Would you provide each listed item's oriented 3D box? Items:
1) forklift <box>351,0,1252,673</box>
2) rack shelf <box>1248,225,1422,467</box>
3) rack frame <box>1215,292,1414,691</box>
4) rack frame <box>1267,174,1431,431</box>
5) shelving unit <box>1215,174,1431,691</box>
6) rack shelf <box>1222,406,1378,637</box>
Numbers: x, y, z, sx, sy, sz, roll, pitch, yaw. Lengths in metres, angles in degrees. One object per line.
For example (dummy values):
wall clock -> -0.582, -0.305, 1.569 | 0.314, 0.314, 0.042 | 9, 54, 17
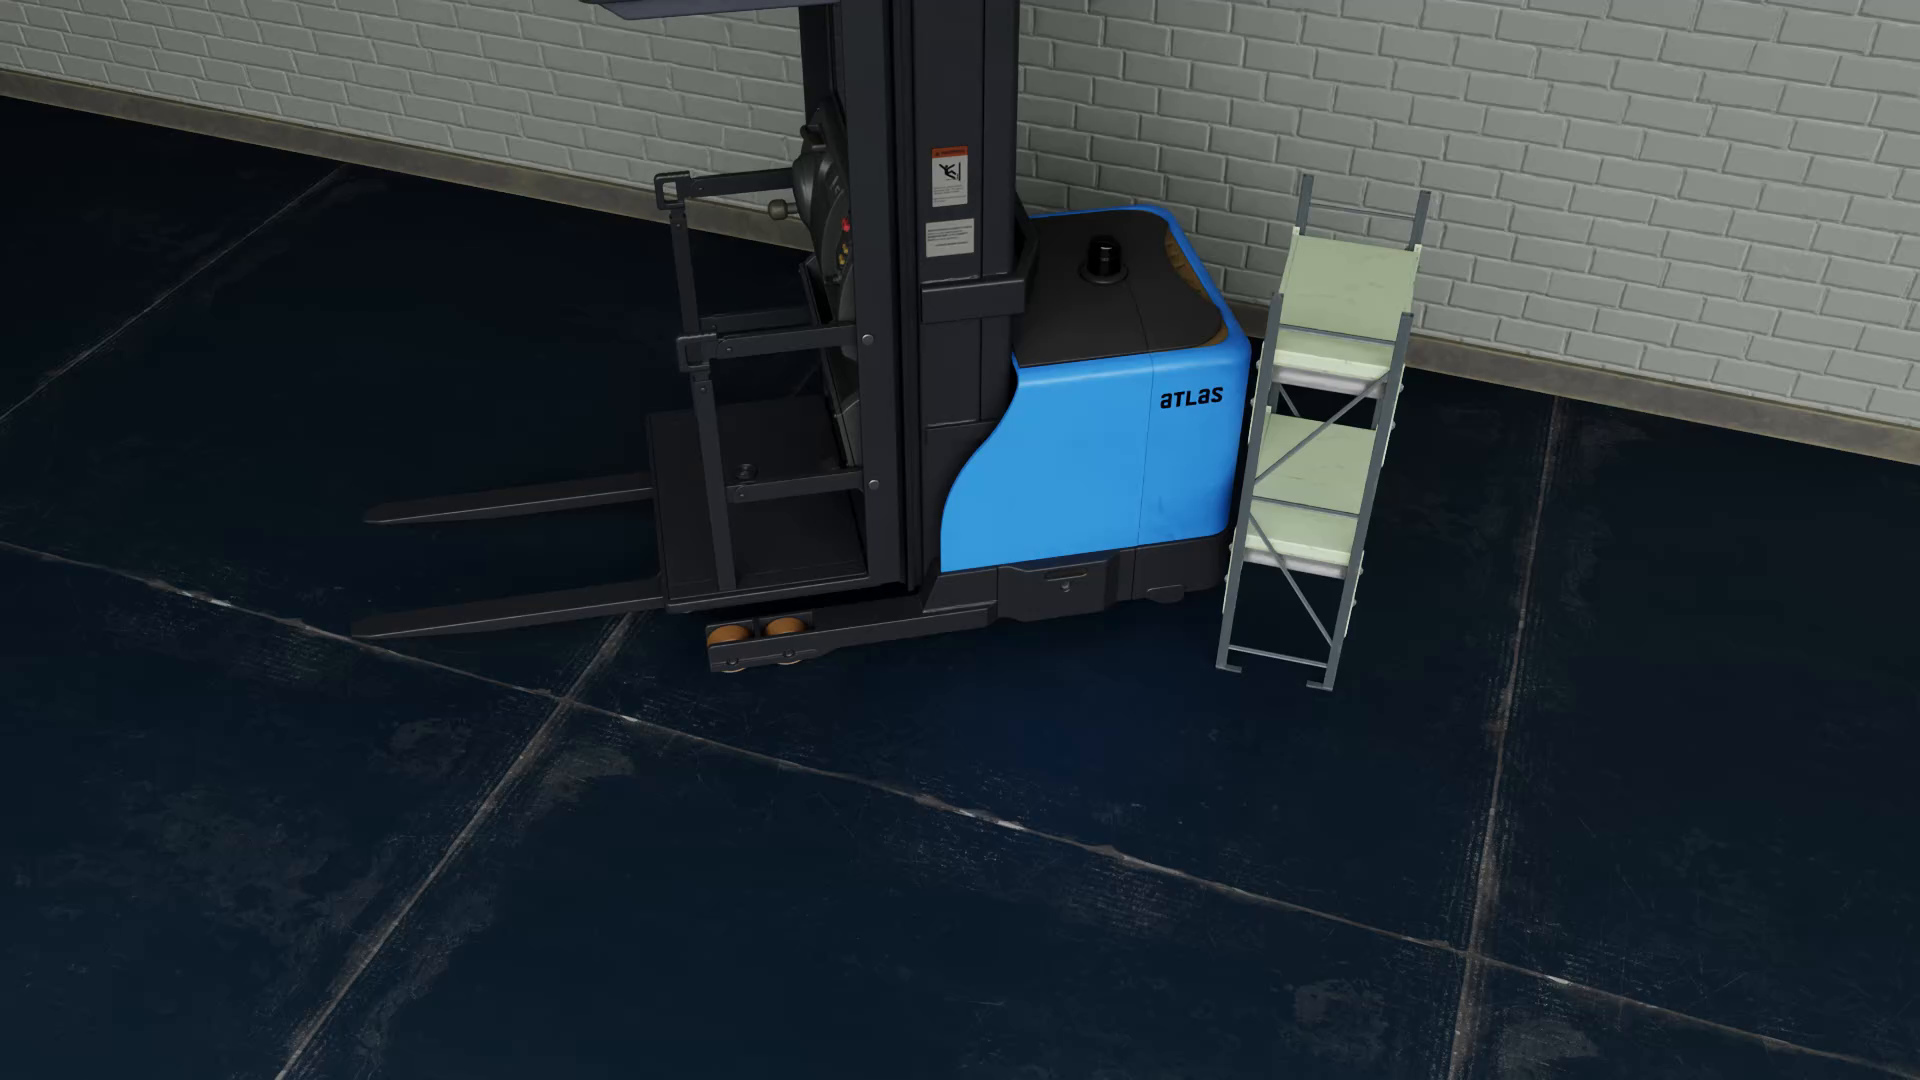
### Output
forklift -> -0.610, -1.034, 5.204 | 3.031, 2.935, 1.130 | -8, 41, -9
rack shelf -> 1.183, -0.623, 5.221 | 0.431, 0.370, 0.720 | 11, 42, 12
rack frame -> 1.080, -0.099, 5.207 | 0.400, 1.500, 0.023 | 11, 42, 12
rack frame -> 1.280, -0.556, 5.743 | 0.400, 1.500, 0.023 | 11, 42, 12
shelving unit -> 1.180, -0.327, 5.475 | 0.431, 1.500, 0.755 | 11, 42, 12
rack shelf -> 1.178, -0.079, 5.687 | 0.431, 0.370, 0.720 | 11, 42, 12
